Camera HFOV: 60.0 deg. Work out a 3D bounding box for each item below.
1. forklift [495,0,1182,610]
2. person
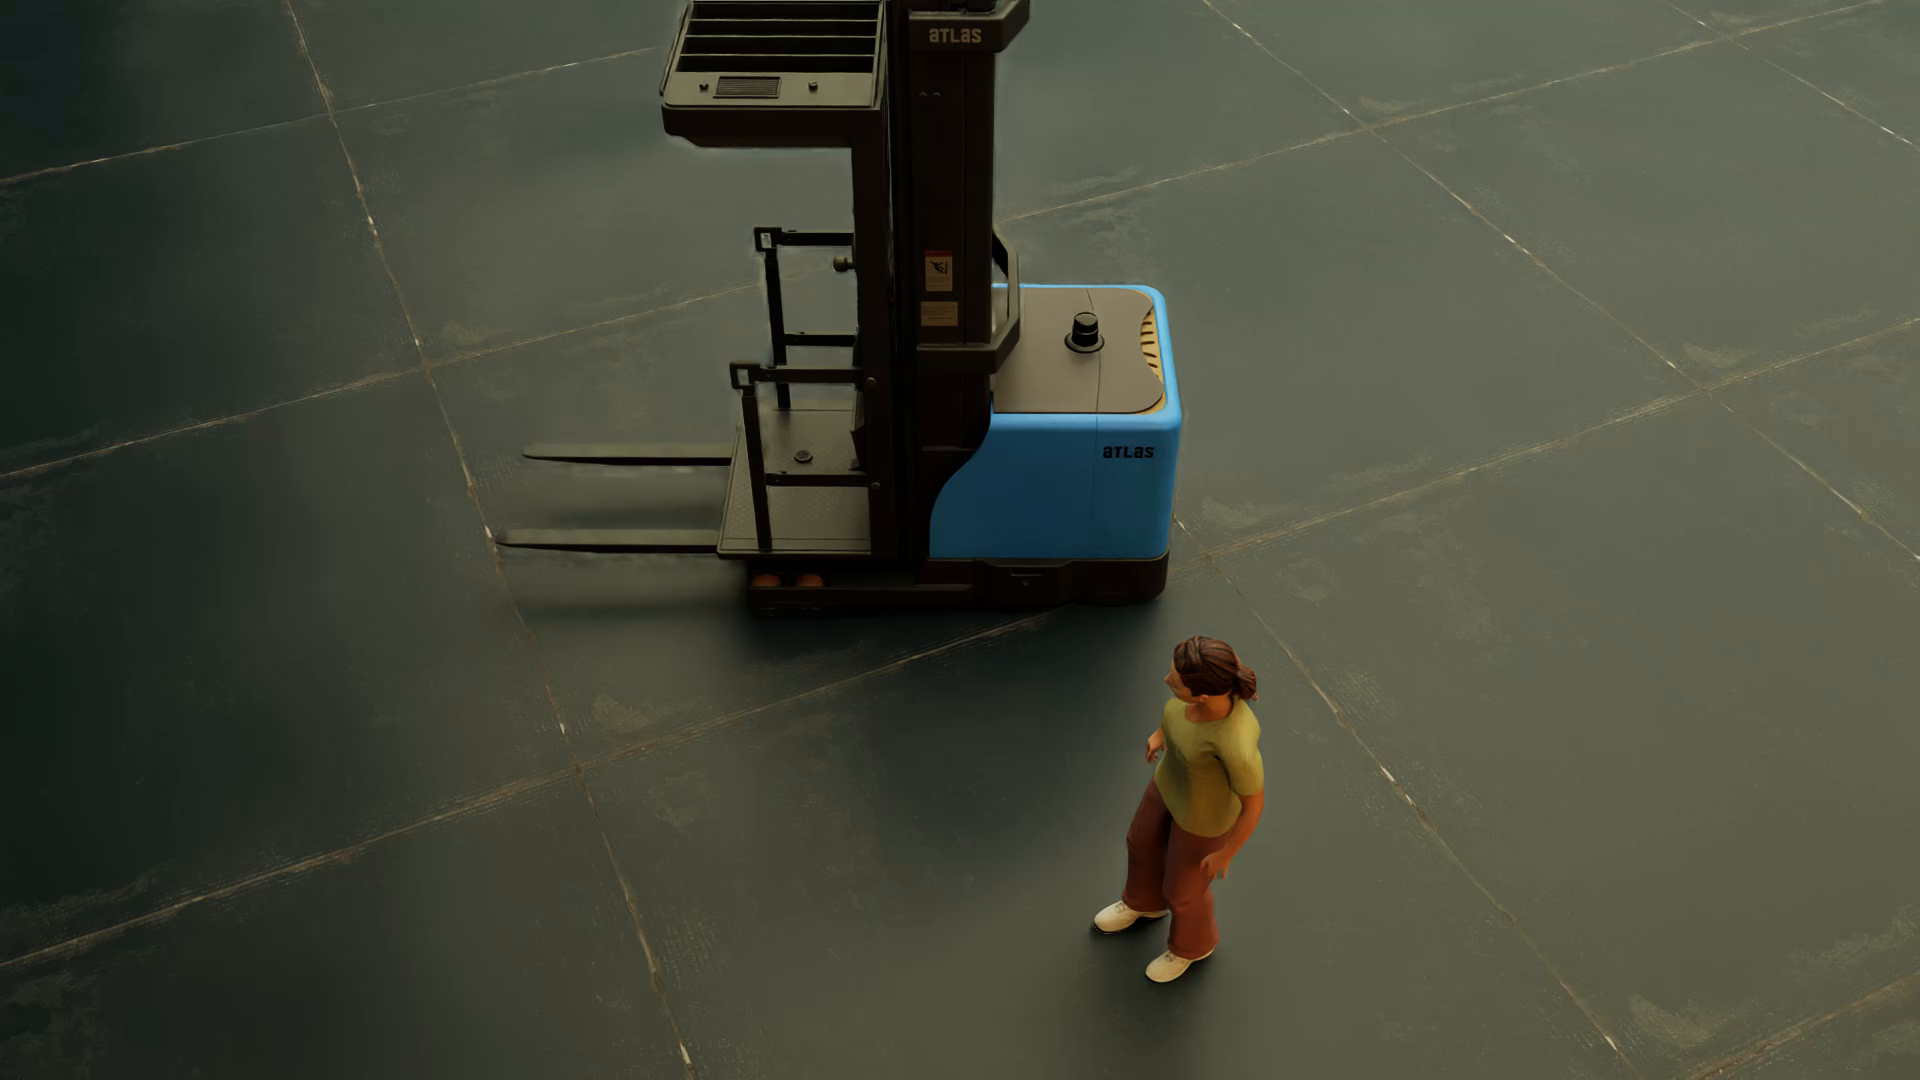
[{"bbox_3d":[-0.582,-1.119,6.879,3.031,2.935,1.130,0,43,0],"label":"forklift"},{"bbox_3d":[0.748,0.985,5.725,0.405,1.431,0.592,-15,45,-15],"label":"person"}]
